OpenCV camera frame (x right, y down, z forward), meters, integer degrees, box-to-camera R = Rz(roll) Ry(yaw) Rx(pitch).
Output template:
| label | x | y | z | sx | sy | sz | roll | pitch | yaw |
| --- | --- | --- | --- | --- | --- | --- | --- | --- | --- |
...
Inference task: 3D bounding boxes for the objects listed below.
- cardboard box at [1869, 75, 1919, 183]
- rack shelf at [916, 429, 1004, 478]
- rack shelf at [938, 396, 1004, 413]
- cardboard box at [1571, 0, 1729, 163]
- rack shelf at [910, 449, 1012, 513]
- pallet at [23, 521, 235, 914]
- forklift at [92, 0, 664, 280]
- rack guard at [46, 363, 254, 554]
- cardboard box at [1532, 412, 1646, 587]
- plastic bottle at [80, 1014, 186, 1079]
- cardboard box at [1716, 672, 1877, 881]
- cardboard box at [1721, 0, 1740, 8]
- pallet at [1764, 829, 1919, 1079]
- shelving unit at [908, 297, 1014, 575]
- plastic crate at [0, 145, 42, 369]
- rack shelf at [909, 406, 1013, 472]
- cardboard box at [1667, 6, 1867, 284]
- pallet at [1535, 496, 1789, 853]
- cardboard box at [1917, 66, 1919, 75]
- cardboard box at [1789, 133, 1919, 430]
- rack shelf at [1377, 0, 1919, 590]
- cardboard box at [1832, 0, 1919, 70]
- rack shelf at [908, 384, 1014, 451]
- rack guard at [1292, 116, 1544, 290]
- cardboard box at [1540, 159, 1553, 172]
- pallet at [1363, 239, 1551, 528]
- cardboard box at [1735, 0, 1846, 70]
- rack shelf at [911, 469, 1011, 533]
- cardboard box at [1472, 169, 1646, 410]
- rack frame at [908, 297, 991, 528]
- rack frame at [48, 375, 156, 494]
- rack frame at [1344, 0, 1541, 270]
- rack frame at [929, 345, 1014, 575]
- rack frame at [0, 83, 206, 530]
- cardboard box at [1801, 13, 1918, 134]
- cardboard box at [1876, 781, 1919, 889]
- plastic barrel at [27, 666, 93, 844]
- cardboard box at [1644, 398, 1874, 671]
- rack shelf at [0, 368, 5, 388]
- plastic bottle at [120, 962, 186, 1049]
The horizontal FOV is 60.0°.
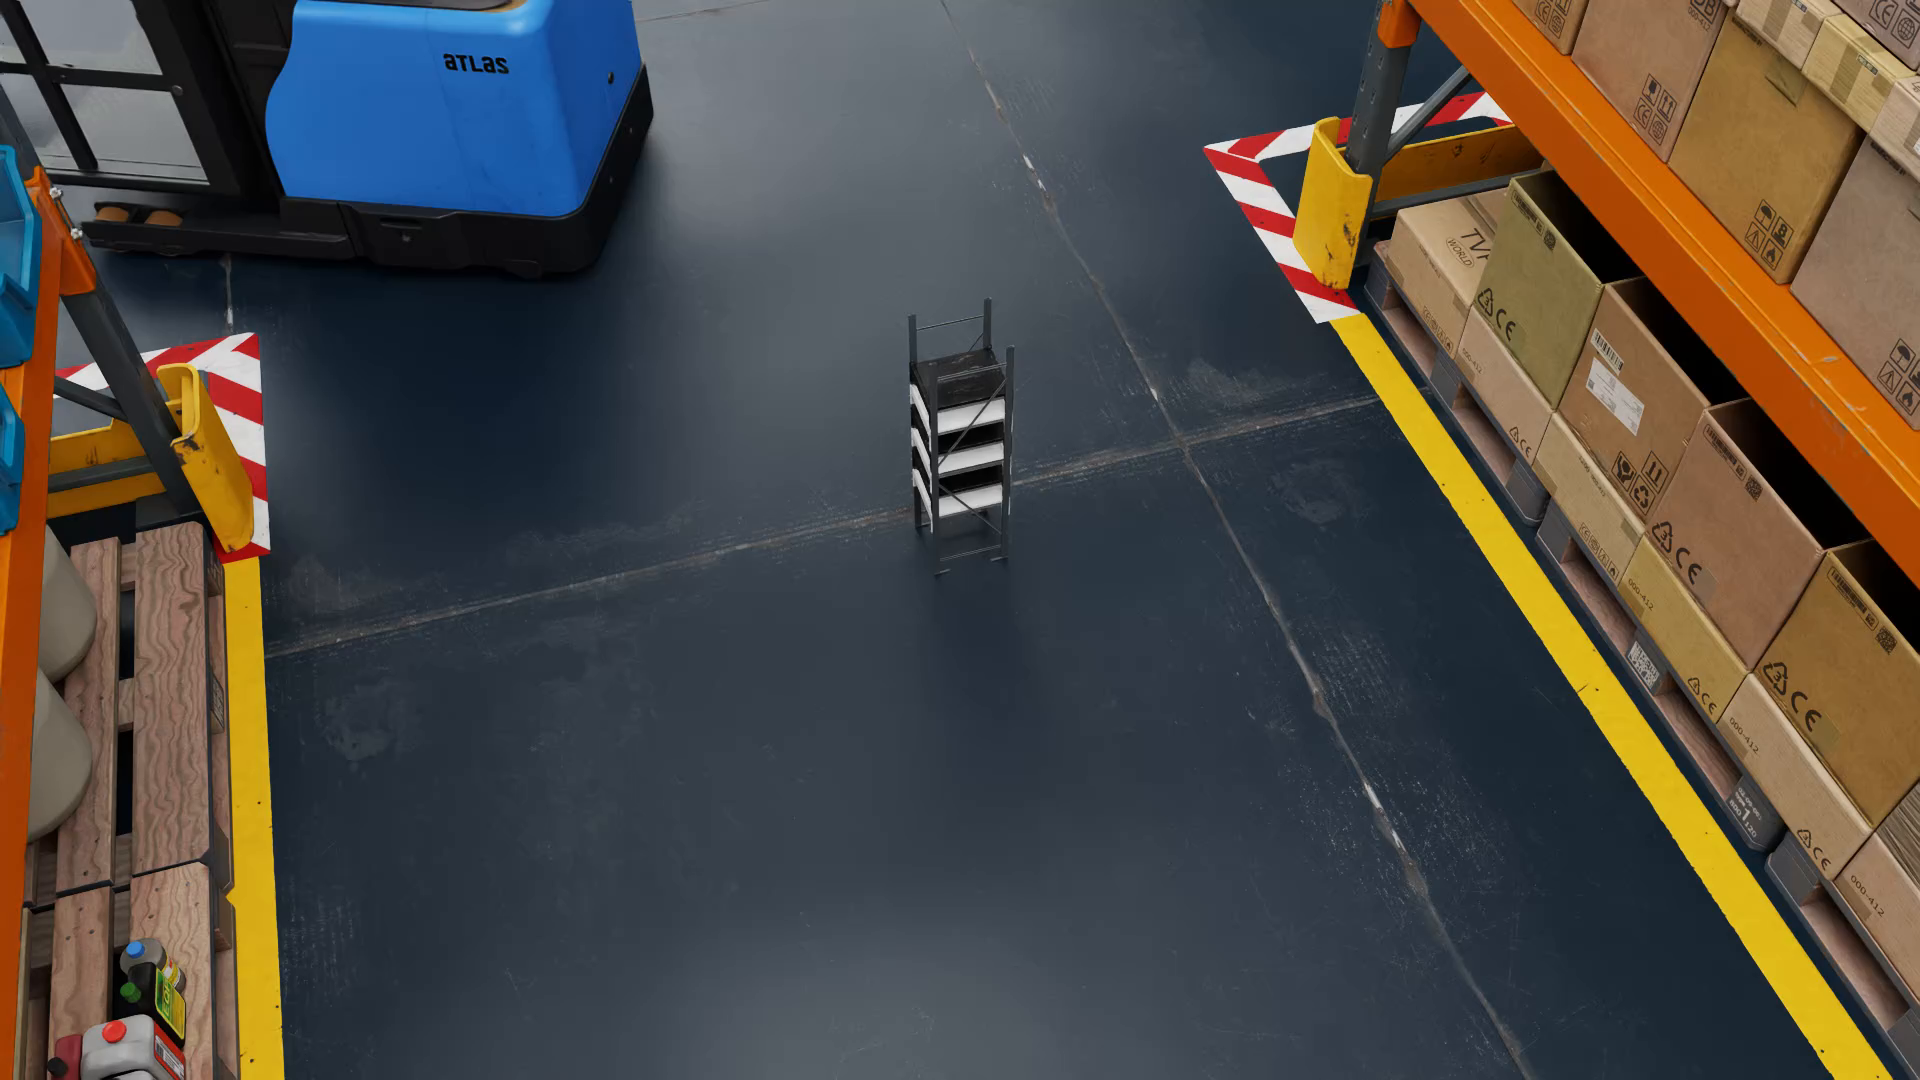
| label | x | y | z | sx | sy | sz | roll | pitch | yaw |
| --- | --- | --- | --- | --- | --- | --- | --- | --- | --- |
| cardboard box | 2.201 | -0.883 | 3.543 | 0.380 | 0.149 | 0.250 | -13 | 51 | -11 |
| rack shelf | 0.002 | -0.276 | 4.911 | 0.221 | 0.026 | 0.190 | -13 | 51 | -11 |
| rack shelf | 0.002 | -0.446 | 4.709 | 0.199 | 0.015 | 0.184 | -13 | 51 | -11 |
| cardboard box | 2.123 | -1.406 | 4.408 | 0.700 | 0.500 | 0.500 | -12 | 51 | -10 |
| rack shelf | -10.165 | -11.826 | 13.193 | 11.303 | 3.100 | 33.284 | -13 | 51 | -11 |
| pallet | -2.594 | 0.556 | 4.643 | 1.003 | 0.211 | 1.213 | -13 | 51 | -11 |
| forklift | -2.723 | -2.382 | 5.341 | 3.031 | 2.935 | 1.130 | 5 | 50 | 4 |
| rack guard | -2.829 | -0.132 | 5.034 | 1.175 | 0.500 | 0.348 | -13 | 51 | -11 |
| cardboard box | 2.082 | -0.177 | 4.961 | 0.500 | 0.250 | 0.500 | -13 | 51 | -11 |
| plastic bottle | -1.886 | 1.186 | 3.782 | 0.152 | 0.276 | 0.135 | -13 | 51 | -11 |
| cardboard box | 2.373 | 0.554 | 4.345 | 0.500 | 0.250 | 0.500 | -13 | 51 | -11 |
| cardboard box | 1.973 | -1.446 | 4.018 | 0.380 | 0.149 | 0.250 | -14 | 51 | -12 |
| pallet | 2.825 | 1.130 | 4.159 | 1.003 | 0.211 | 1.213 | -13 | 51 | -11 |
| shelving unit | -10.164 | -11.825 | 13.191 | 11.303 | 3.100 | 33.289 | -13 | 51 | -11 |
| plastic crate | -2.462 | -0.637 | 3.922 | 0.499 | 0.251 | 0.616 | -13 | 51 | -11 |
| rack shelf | 0.002 | -0.321 | 4.858 | 0.258 | 0.077 | 0.200 | -13 | 51 | -11 |
| cardboard box | 2.264 | -1.042 | 4.101 | 0.700 | 0.500 | 0.500 | -13 | 51 | -11 |
| pallet | 2.460 | 0.238 | 4.911 | 1.003 | 0.211 | 1.213 | -13 | 51 | -11 |
| cardboard box | 2.437 | -1.051 | 3.260 | 0.700 | 0.500 | 0.500 | -13 | 51 | -11 |
| cardboard box | 2.423 | -0.658 | 3.777 | 0.700 | 0.500 | 0.500 | -12 | 51 | -10 |
| rack shelf | 2.428 | -0.407 | 4.102 | 1.077 | 0.370 | 4.000 | -13 | 51 | -11 |
| cardboard box | 2.289 | -1.417 | 3.568 | 0.700 | 0.500 | 0.500 | -13 | 51 | -11 |
| rack shelf | 0.002 | -0.379 | 4.789 | 0.258 | 0.077 | 0.200 | -13 | 51 | -11 |
| rack guard | 1.830 | -1.311 | 6.029 | 1.175 | 0.500 | 0.348 | -13 | 51 | -11 |
| cardboard box | 2.280 | -1.266 | 5.389 | 0.500 | 0.500 | 0.500 | -13 | 51 | -11 |
| pallet | 2.103 | -0.652 | 5.661 | 1.003 | 0.211 | 1.213 | -13 | 51 | -11 |
| cardboard box | 2.054 | -1.252 | 3.854 | 0.380 | 0.149 | 0.250 | -15 | 51 | -12 |
| rack shelf | 0.002 | -0.147 | 5.064 | 0.258 | 0.077 | 0.200 | -13 | 51 | -11 |
| cardboard box | 1.933 | -0.784 | 4.982 | 0.500 | 0.500 | 0.500 | -13 | 51 | -11 |
| rack frame | -0.028 | -0.358 | 4.964 | 0.240 | 0.900 | 0.006 | -13 | 51 | -11 |
| rack frame | -2.899 | -0.982 | 4.116 | 0.949 | 2.616 | 0.053 | -13 | 51 | -11 |
| rack frame | 1.837 | -2.100 | 5.058 | 1.000 | 3.000 | 0.127 | -13 | 51 | -11 |
| rack frame | 0.032 | -0.210 | 4.838 | 0.240 | 0.900 | 0.006 | -13 | 51 | -11 |
| rack frame | -2.896 | -0.982 | 4.116 | 1.000 | 3.000 | 0.127 | -13 | 51 | -11 |
| cardboard box | 2.130 | -1.065 | 3.697 | 0.380 | 0.149 | 0.250 | -14 | 51 | -11 |
| cardboard box | 2.537 | 0.674 | 3.753 | 0.500 | 0.500 | 0.500 | -13 | 51 | -11 |
| plastic barrel | -2.480 | 0.514 | 4.208 | 0.421 | 0.512 | 0.421 | 0 | 50 | 0 |
| cardboard box | 2.224 | -0.052 | 4.365 | 0.500 | 0.500 | 0.500 | -13 | 51 | -11 |
| rack shelf | -2.305 | 0.647 | 3.085 | 0.919 | 0.124 | 3.809 | -13 | 51 | -11 |
| plastic bottle | -1.882 | 1.075 | 3.871 | 0.061 | 0.283 | 0.133 | -12 | 51 | -10 |
